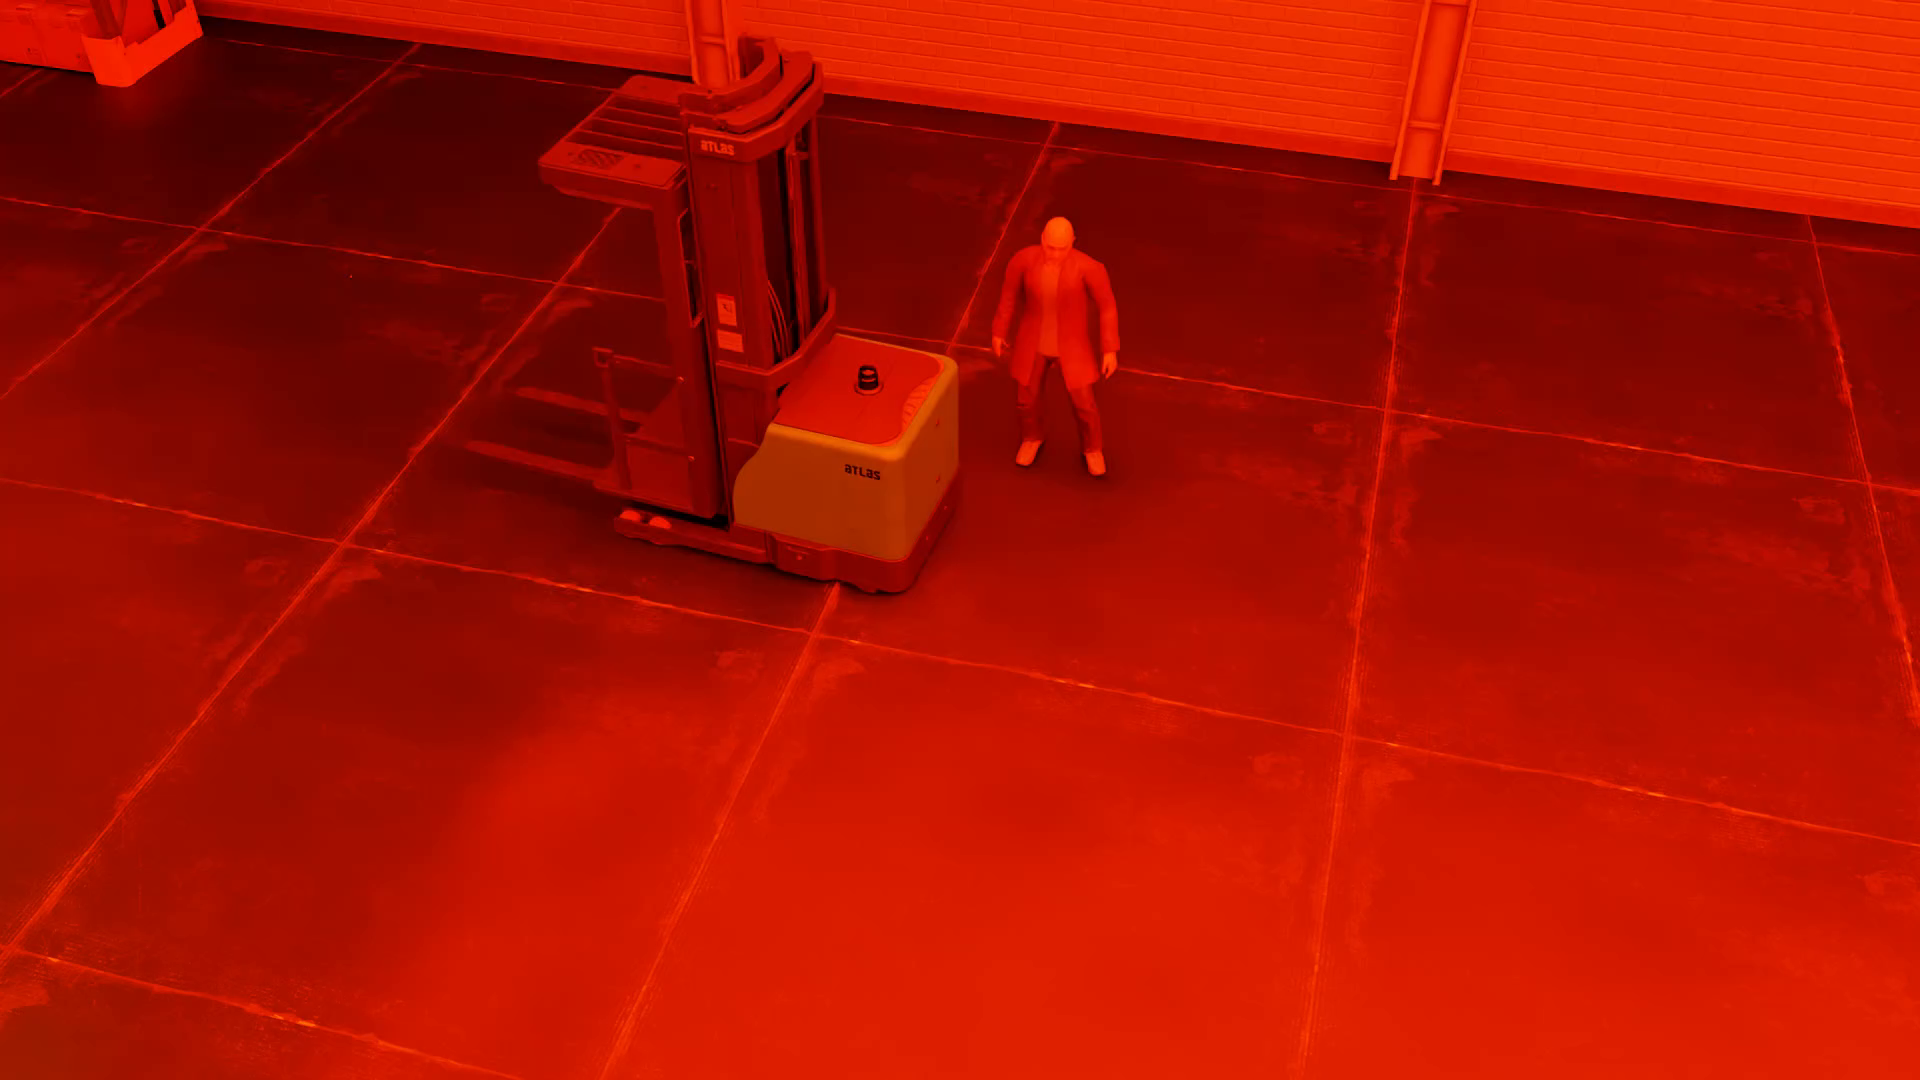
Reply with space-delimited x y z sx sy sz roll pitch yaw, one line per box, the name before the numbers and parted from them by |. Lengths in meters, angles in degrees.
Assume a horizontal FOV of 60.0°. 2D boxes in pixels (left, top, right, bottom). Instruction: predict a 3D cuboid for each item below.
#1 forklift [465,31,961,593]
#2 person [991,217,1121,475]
forklift | -1.567 -1.387 9.444 3.031 2.935 1.130 13 43 15
person | 0.575 -1.190 10.116 0.825 1.751 0.419 11 43 13
